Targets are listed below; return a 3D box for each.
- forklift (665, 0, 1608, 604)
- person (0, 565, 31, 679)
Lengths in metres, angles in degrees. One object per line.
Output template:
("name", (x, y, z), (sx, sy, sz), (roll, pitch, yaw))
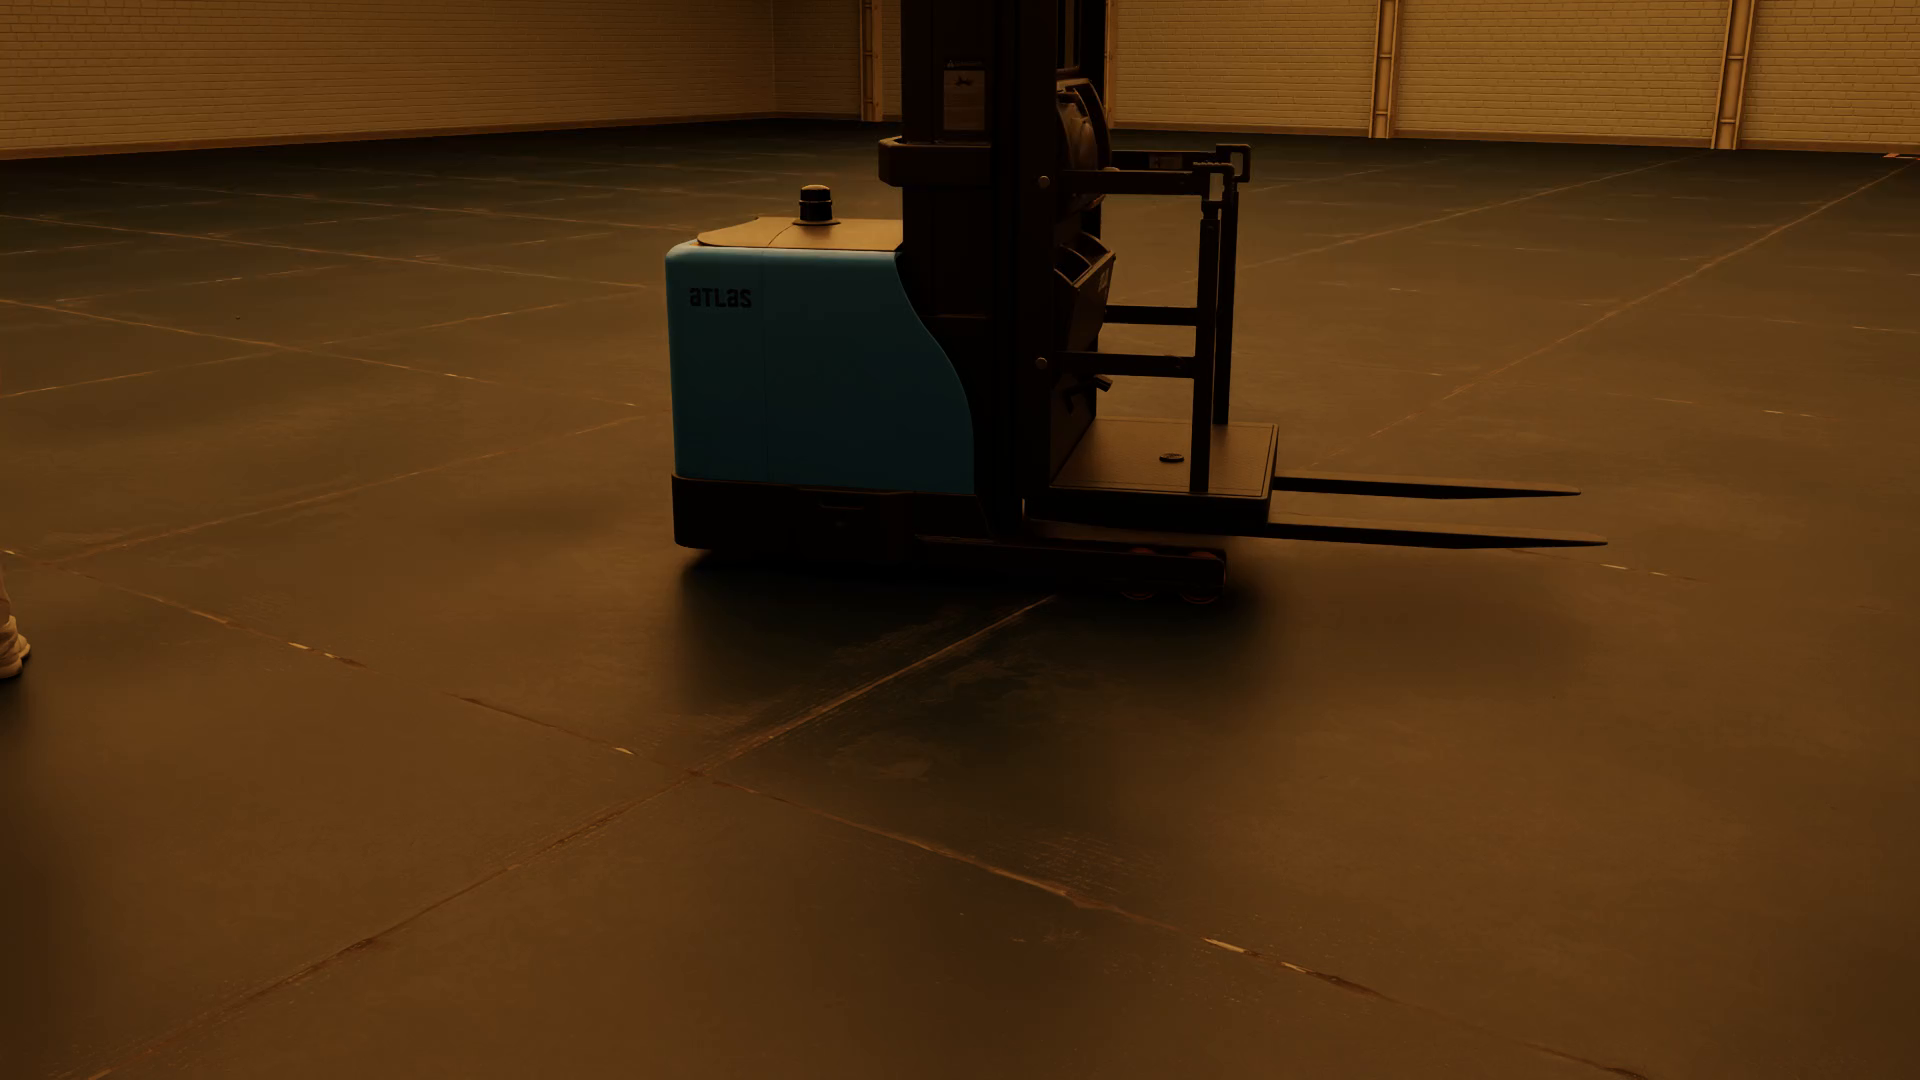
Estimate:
("forklift", (0.595, -1.367, 5.404), (3.031, 2.935, 1.130), (4, 17, 12))
("person", (-2.828, -0.426, 4.253), (0.630, 1.773, 0.570), (-13, 21, -37))
